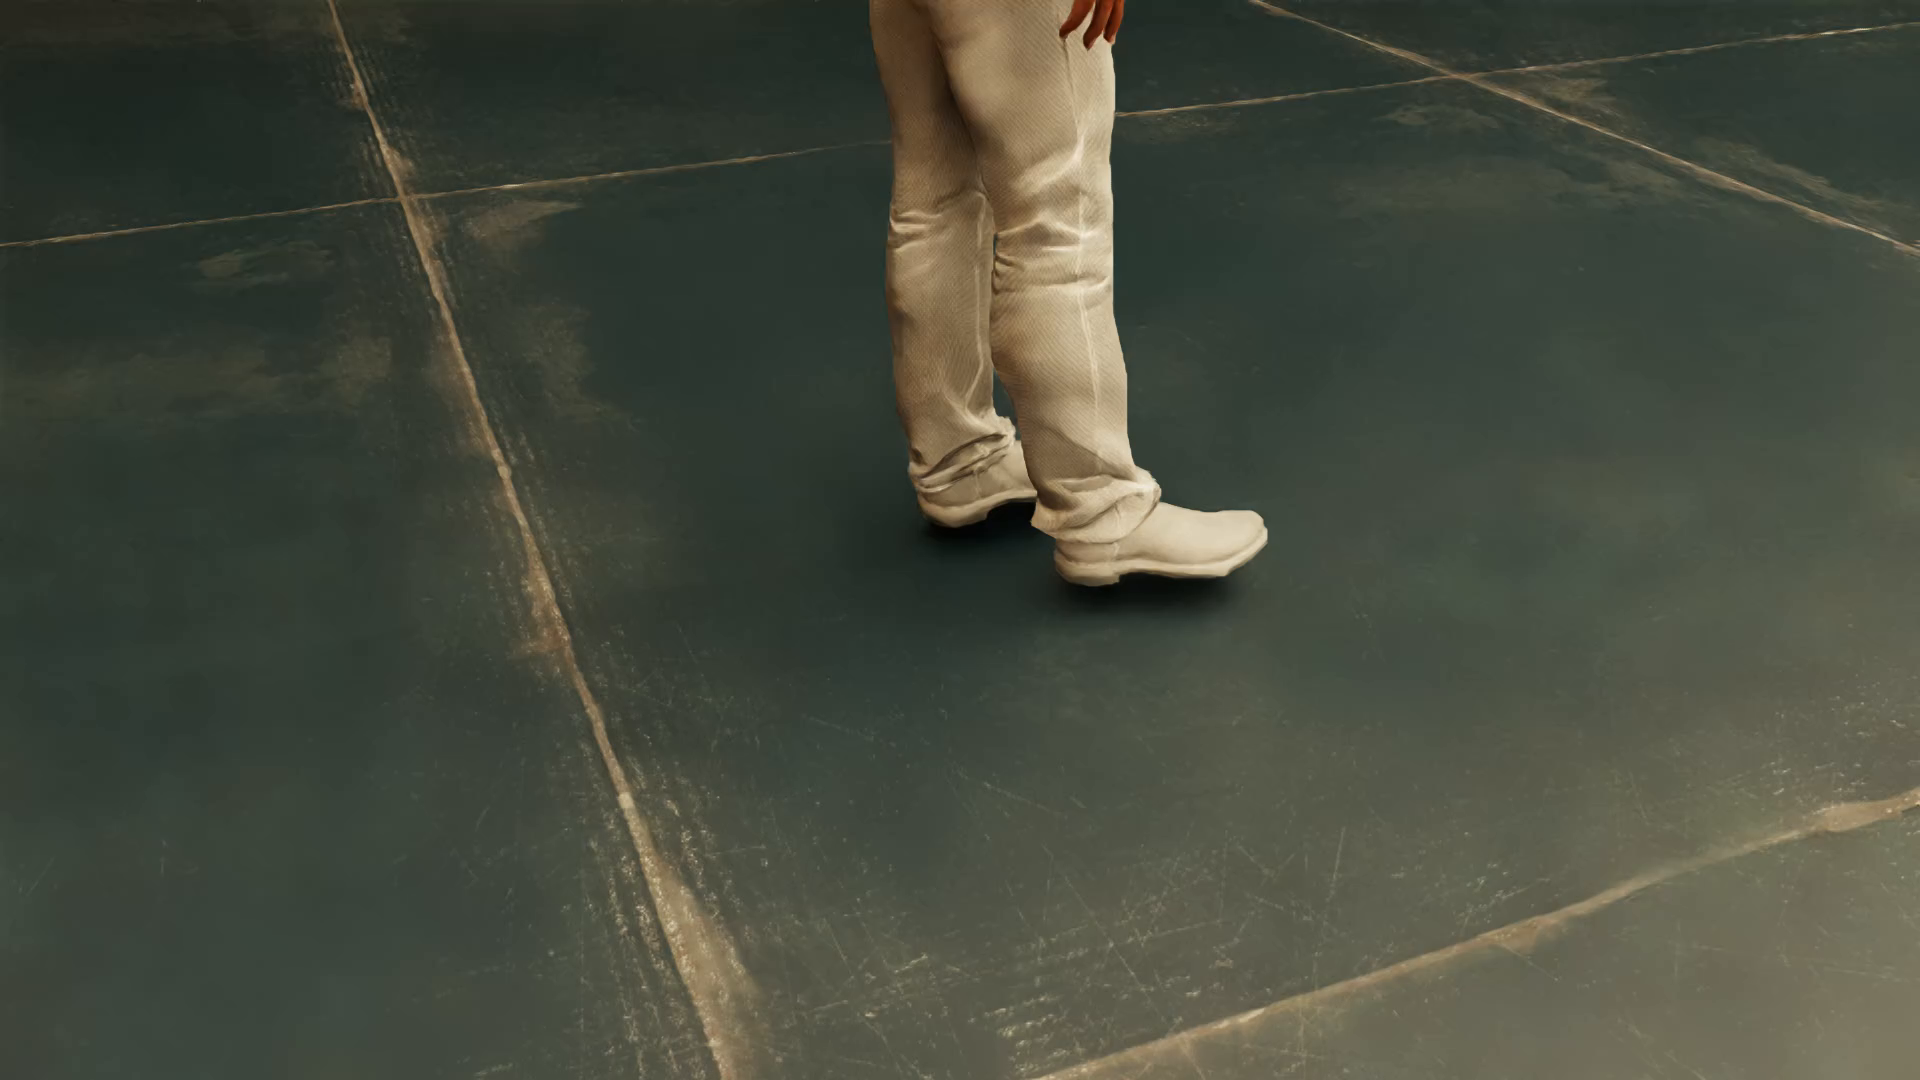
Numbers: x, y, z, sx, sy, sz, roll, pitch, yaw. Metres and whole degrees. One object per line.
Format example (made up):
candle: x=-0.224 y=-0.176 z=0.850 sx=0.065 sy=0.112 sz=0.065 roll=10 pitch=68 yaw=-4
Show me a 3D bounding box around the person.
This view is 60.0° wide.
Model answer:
person: x=0.066 y=-0.819 z=2.058 sx=0.576 sy=1.766 sz=0.665 roll=-11 pitch=32 yaw=-19
